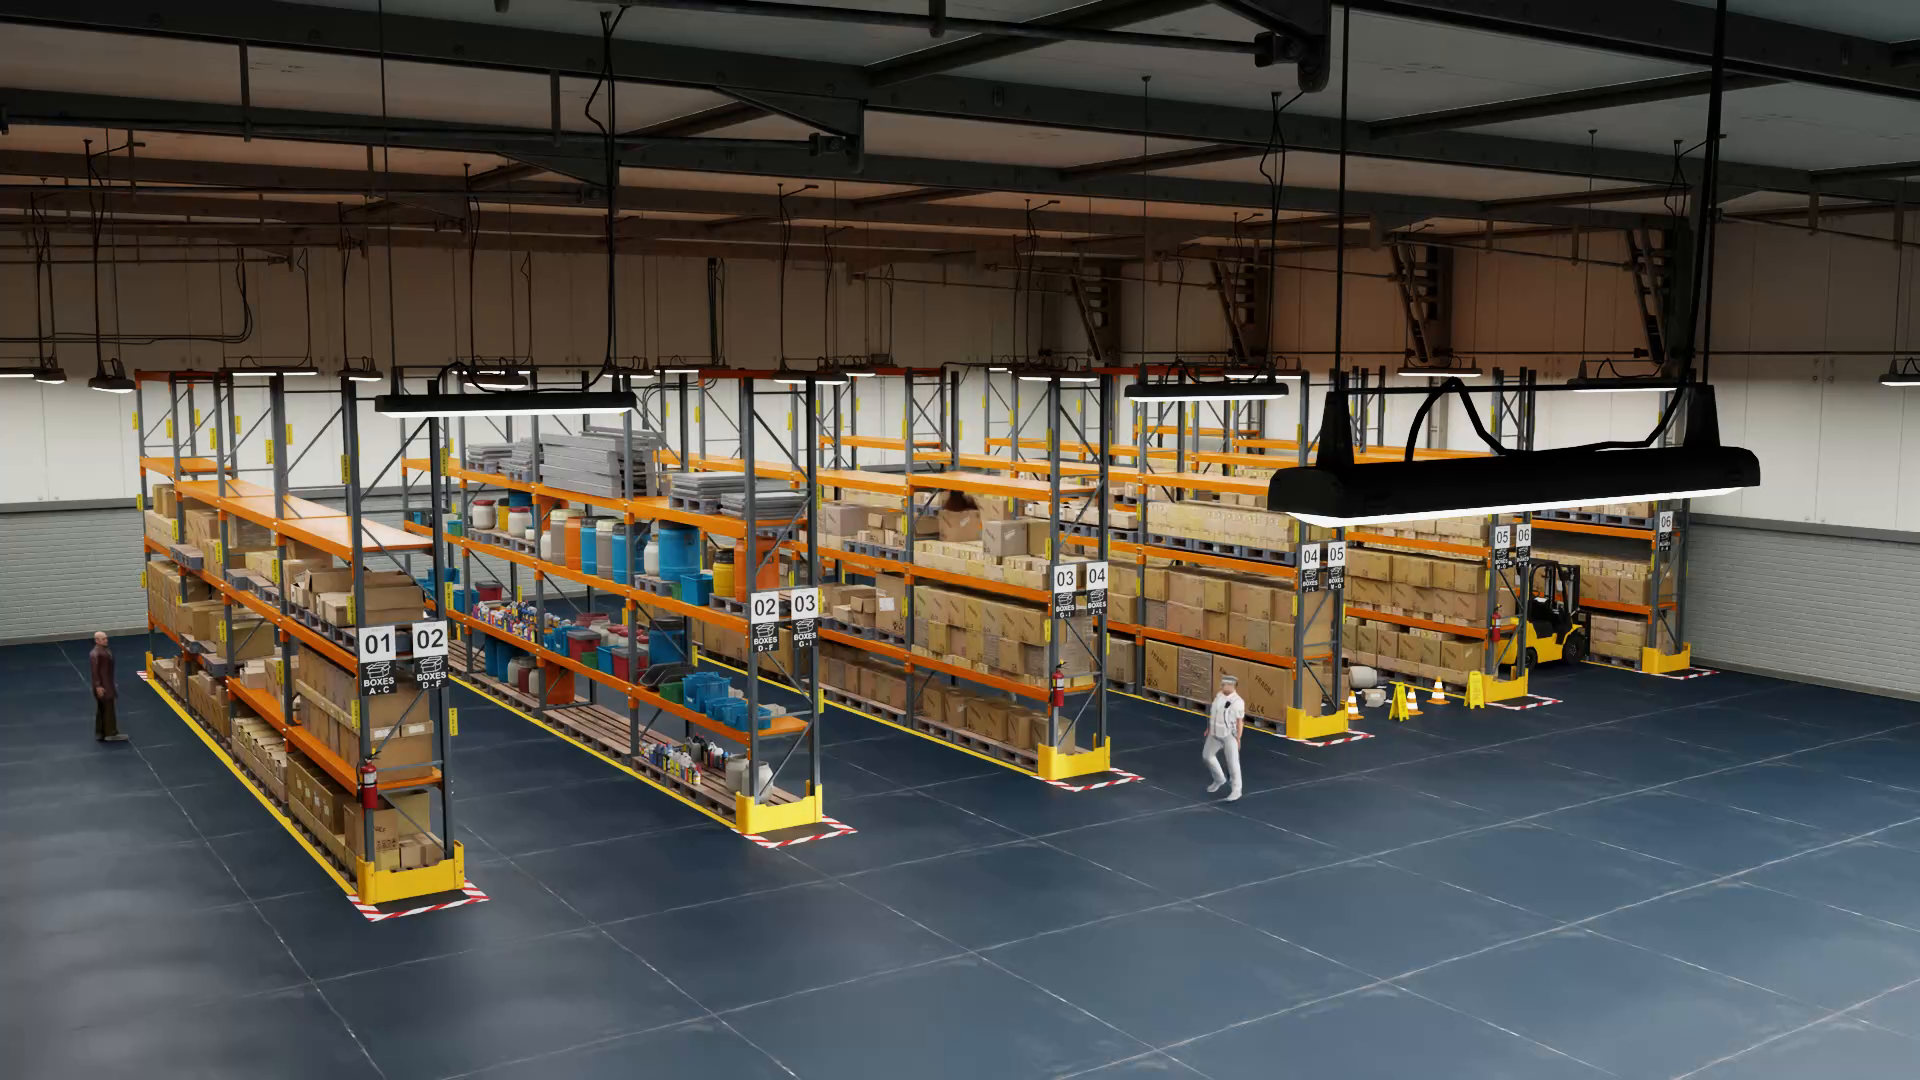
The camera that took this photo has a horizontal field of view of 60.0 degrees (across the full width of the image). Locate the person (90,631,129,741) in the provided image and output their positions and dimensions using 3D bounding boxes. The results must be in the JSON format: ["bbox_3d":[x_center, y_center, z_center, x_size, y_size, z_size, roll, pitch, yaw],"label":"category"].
[{"bbox_3d":[-13.953,2.375,27.262,0.507,1.783,0.608,-3,7,-27],"label":"person"}]

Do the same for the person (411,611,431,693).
[{"bbox_3d":[-9.508,2.151,29.345,0.694,1.815,0.829,-4,7,-29],"label":"person"}]

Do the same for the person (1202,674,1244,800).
[{"bbox_3d":[3.763,2.781,23.690,0.444,1.779,0.628,-6,9,-41],"label":"person"}]

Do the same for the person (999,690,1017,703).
[{"bbox_3d":[0.892,2.296,28.932,0.515,1.630,0.933,-4,8,-31],"label":"person"}]
